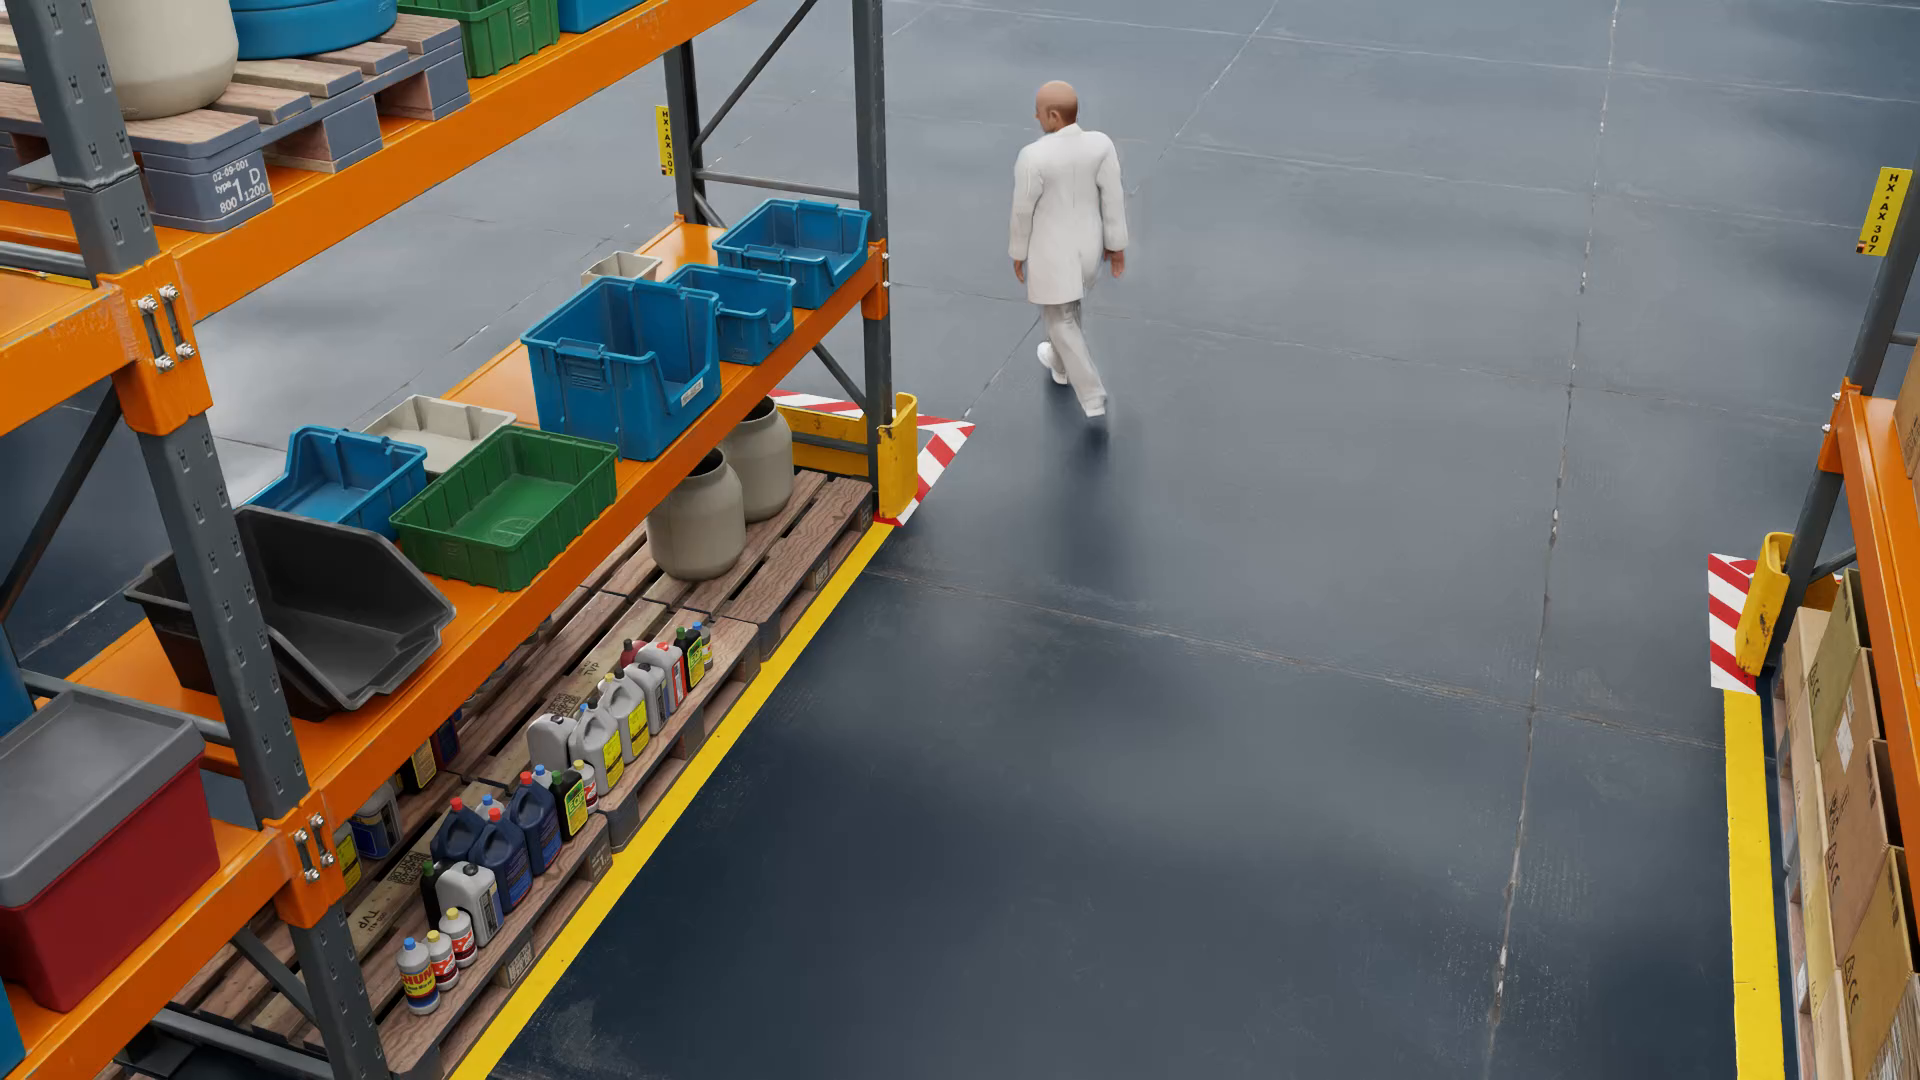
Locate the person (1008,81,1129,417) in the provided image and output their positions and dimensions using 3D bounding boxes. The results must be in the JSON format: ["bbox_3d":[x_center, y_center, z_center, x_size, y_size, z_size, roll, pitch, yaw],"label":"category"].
[{"bbox_3d":[0.526,-1.487,8.460,0.621,1.737,0.978,-15,36,-22],"label":"person"}]
